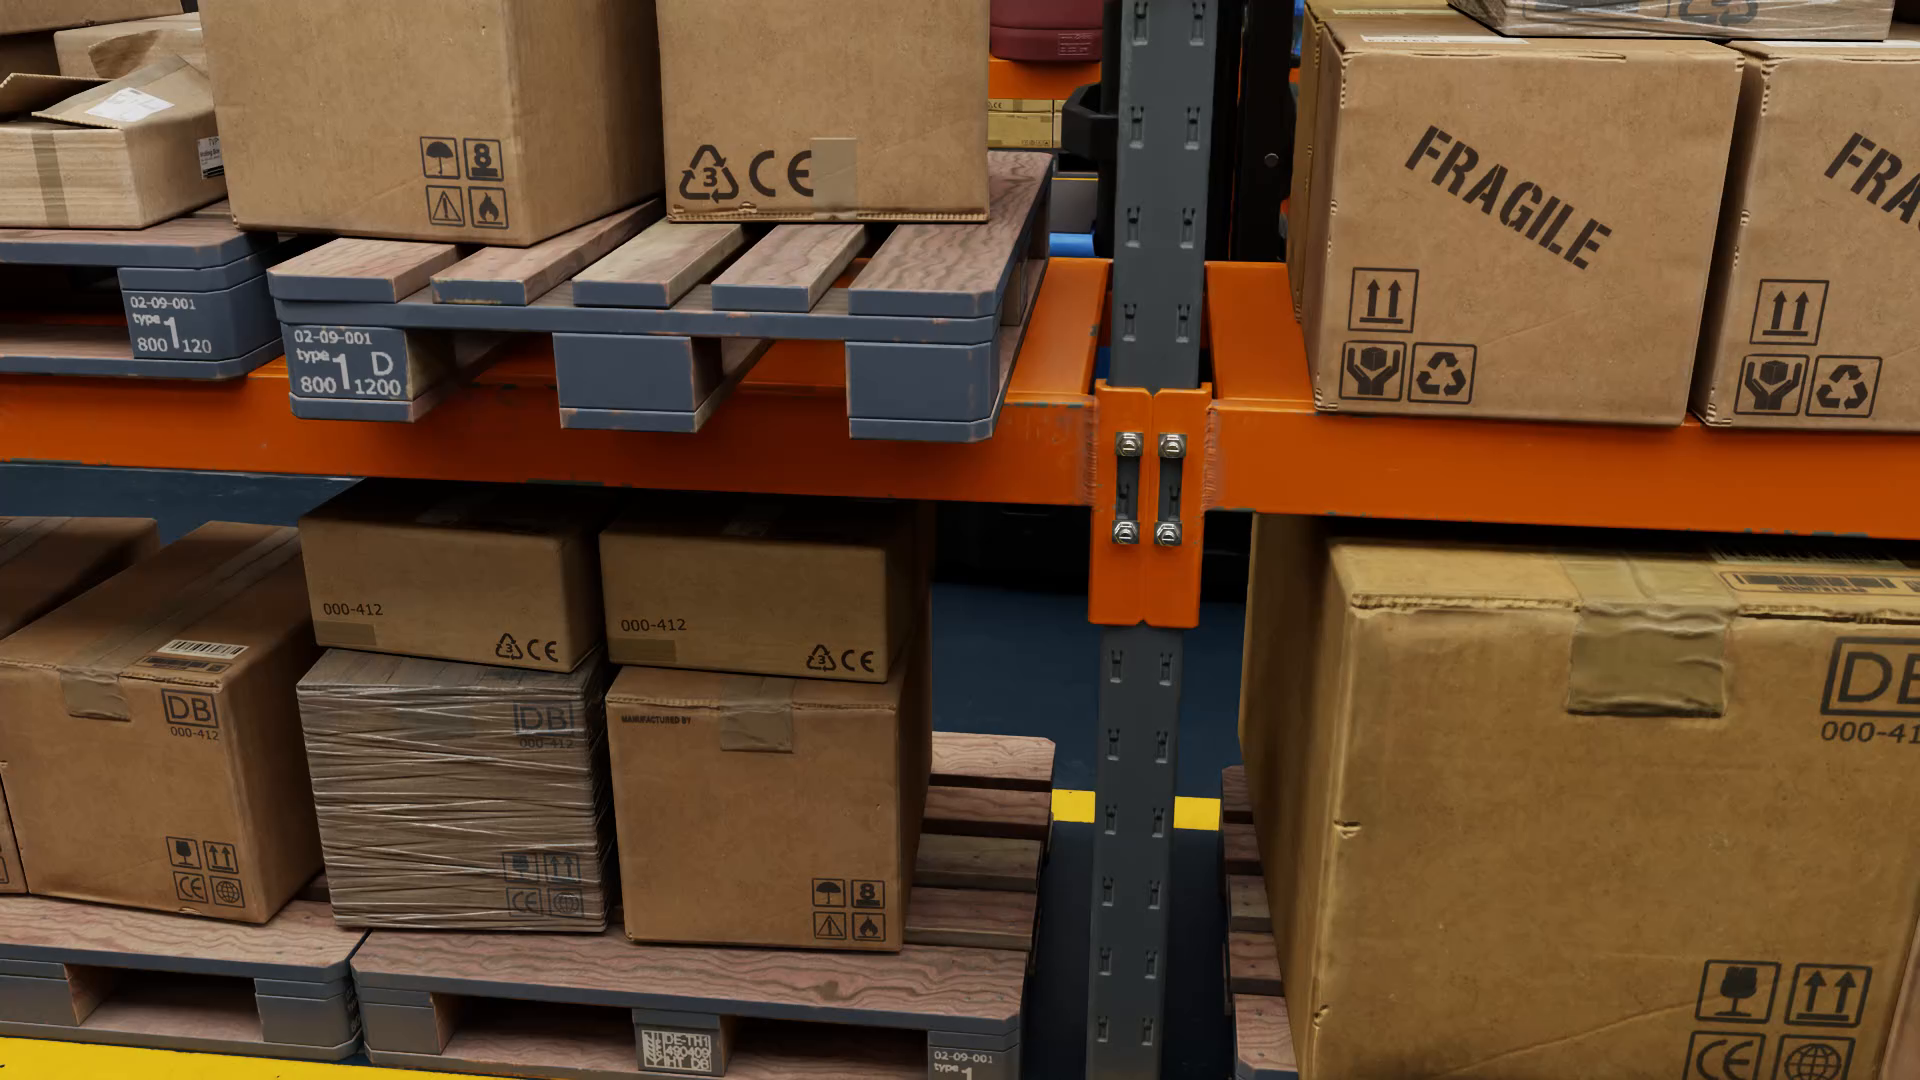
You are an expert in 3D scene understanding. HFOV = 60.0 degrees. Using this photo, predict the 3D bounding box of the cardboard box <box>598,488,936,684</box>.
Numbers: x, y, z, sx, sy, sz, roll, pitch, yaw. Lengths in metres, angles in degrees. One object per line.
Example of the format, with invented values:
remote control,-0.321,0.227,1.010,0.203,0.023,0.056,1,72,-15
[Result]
cardboard box,-0.333,0.028,3.070,0.500,0.250,0.500,3,22,8

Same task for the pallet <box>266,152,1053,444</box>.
pallet,-0.384,-0.466,2.799,1.003,0.211,1.213,2,22,6

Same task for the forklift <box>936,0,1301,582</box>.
forklift,1.149,-1.359,4.891,3.031,2.935,1.130,3,22,8

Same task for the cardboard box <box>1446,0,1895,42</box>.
cardboard box,1.060,-1.038,2.486,0.637,0.503,0.797,3,22,8

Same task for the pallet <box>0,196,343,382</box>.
pallet,-1.634,-0.545,2.998,1.213,0.211,1.003,2,22,6

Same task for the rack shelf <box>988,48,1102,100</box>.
rack shelf,-1.067,-2.123,7.709,4.000,0.370,1.077,2,22,6

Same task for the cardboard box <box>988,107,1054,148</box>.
cardboard box,0.442,-3.051,12.246,0.500,0.250,0.500,2,22,6

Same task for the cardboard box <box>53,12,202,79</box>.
cardboard box,-1.301,-0.845,3.130,0.500,0.250,0.500,2,22,5

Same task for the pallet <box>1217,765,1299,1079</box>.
pallet,1.110,0.795,3.141,1.213,0.211,1.003,2,22,6

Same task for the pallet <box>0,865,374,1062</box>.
pallet,-1.648,0.646,3.519,1.213,0.211,1.003,2,22,6

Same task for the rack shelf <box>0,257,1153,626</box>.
rack shelf,-1.650,-0.315,3.135,4.000,0.370,1.077,2,22,6

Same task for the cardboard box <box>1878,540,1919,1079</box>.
cardboard box,1.903,0.309,2.898,0.875,0.875,1.225,3,22,6

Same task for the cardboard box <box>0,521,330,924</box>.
cardboard box,-1.448,0.332,3.322,0.500,0.500,0.700,4,22,11

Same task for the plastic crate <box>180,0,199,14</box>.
plastic crate,-3.558,-2.585,7.982,0.504,0.338,0.767,2,22,6

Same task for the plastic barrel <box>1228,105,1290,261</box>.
plastic barrel,1.407,-1.542,7.642,0.708,0.830,0.600,2,22,6

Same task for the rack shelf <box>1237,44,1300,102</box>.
rack shelf,2.905,-1.950,7.271,4.000,0.370,1.077,2,22,6

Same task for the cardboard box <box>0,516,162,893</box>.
cardboard box,-2.002,0.308,3.383,0.500,0.500,0.700,1,22,2

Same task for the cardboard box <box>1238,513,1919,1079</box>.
cardboard box,1.019,0.267,3.003,0.875,0.875,1.225,2,22,4

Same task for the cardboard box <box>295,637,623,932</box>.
cardboard box,-0.884,0.354,3.266,0.500,0.500,0.700,1,22,2

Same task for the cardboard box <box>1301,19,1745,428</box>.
cardboard box,0.787,-0.489,2.461,0.500,0.500,0.500,3,22,8

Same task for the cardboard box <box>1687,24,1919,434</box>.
cardboard box,1.299,-0.468,2.407,0.500,0.500,0.500,2,22,5

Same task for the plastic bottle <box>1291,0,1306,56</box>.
plastic bottle,1.423,-2.160,6.998,0.097,0.271,0.097,0,22,0

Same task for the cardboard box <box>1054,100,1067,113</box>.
cardboard box,0.957,-3.290,12.087,0.500,0.311,0.500,3,22,8

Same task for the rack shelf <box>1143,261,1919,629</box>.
rack shelf,2.322,-0.142,2.697,4.000,0.370,1.077,2,22,6

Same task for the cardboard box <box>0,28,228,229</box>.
cardboard box,-1.352,-0.669,2.665,0.258,0.266,0.396,2,22,5

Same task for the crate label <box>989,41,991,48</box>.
crate label,-0.036,-2.530,7.710,0.616,0.435,0.502,2,22,6

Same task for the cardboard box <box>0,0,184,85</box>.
cardboard box,-1.904,-0.938,3.021,0.637,0.503,0.797,5,22,12

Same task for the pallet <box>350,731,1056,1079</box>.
pallet,-0.440,0.699,3.384,1.213,0.211,1.003,2,22,6

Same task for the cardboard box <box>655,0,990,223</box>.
cardboard box,-0.205,-0.814,2.711,0.500,0.500,0.500,0,22,0

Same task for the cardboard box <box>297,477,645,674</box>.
cardboard box,-0.861,0.009,3.119,0.500,0.250,0.500,5,22,12

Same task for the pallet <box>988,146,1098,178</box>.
pallet,0.693,-2.933,12.571,1.213,0.211,1.003,2,22,6

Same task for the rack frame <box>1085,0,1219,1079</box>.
rack frame,0.336,-0.563,2.784,0.127,3.000,1.000,2,22,6

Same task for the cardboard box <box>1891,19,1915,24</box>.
cardboard box,1.350,-0.655,2.881,0.500,0.500,0.500,2,22,6

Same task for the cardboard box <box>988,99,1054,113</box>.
cardboard box,0.440,-3.310,12.138,0.500,0.311,0.500,2,22,5

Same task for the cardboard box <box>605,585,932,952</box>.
cardboard box,-0.332,0.373,3.218,0.500,0.500,0.700,1,22,3

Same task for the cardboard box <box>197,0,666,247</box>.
cardboard box,-0.771,-0.801,2.679,0.500,0.500,0.700,6,22,14

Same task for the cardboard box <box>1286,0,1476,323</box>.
cardboard box,0.855,-0.679,2.940,0.500,0.500,0.500,3,22,8

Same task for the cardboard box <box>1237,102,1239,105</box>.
cardboard box,1.924,-3.098,11.997,0.500,0.500,0.500,3,22,9

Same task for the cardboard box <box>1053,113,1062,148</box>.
cardboard box,0.954,-3.030,12.193,0.500,0.250,0.500,3,22,8

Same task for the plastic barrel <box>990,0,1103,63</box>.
plastic barrel,0.423,-2.344,7.104,0.708,0.536,0.600,2,22,6

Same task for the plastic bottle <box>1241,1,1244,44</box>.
plastic bottle,1.371,-2.455,7.729,0.133,0.283,0.061,2,22,6

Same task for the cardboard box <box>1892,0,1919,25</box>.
cardboard box,1.707,-1.009,2.412,0.637,0.503,0.797,3,22,8
